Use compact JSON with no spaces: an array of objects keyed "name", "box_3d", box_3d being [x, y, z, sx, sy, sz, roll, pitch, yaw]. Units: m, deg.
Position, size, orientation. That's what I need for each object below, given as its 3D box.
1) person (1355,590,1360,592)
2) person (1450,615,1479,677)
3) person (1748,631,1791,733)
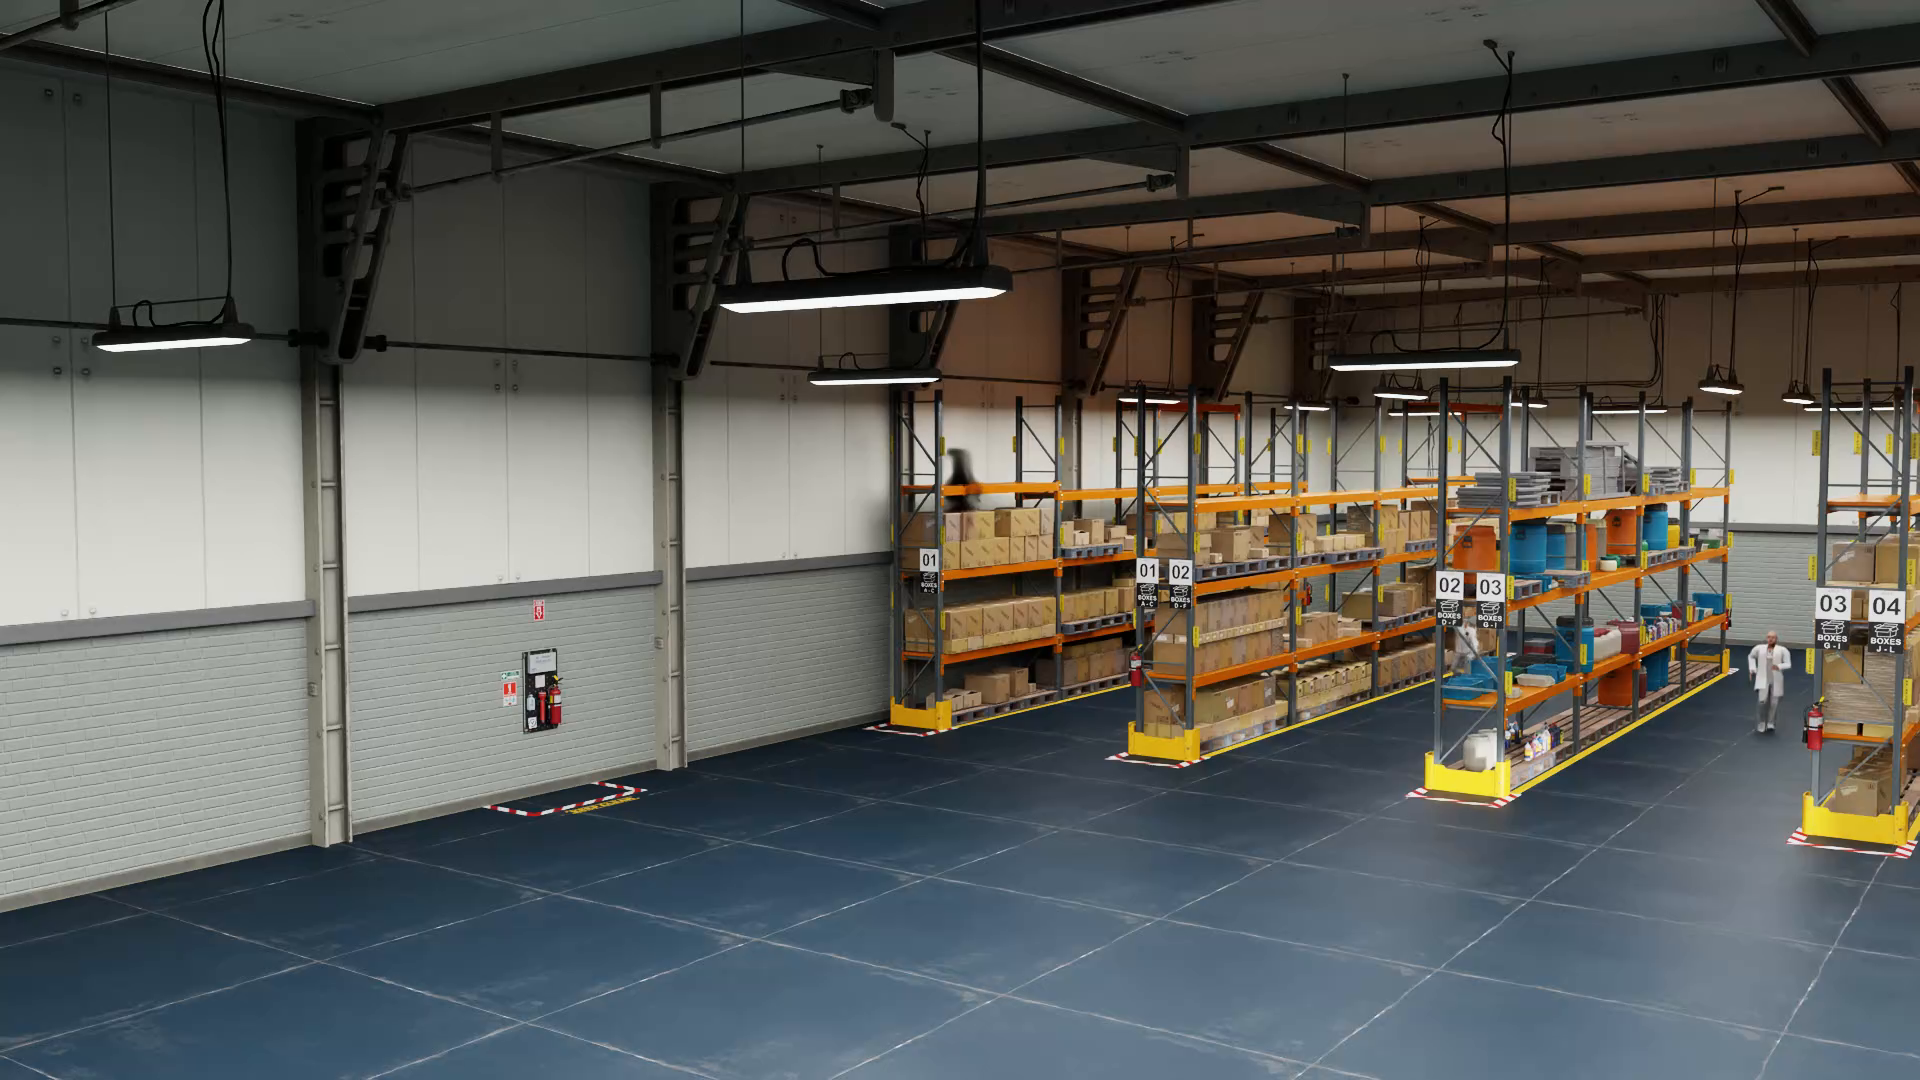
[{"name":"person","box_3d":[8.895,2.013,37.503,0.674,1.789,0.726,2,4,29]},{"name":"person","box_3d":[10.222,2.305,33.642,0.620,1.605,0.612,3,4,43]},{"name":"person","box_3d":[14.132,2.485,29.026,0.664,1.791,0.766,1,3,23]}]
